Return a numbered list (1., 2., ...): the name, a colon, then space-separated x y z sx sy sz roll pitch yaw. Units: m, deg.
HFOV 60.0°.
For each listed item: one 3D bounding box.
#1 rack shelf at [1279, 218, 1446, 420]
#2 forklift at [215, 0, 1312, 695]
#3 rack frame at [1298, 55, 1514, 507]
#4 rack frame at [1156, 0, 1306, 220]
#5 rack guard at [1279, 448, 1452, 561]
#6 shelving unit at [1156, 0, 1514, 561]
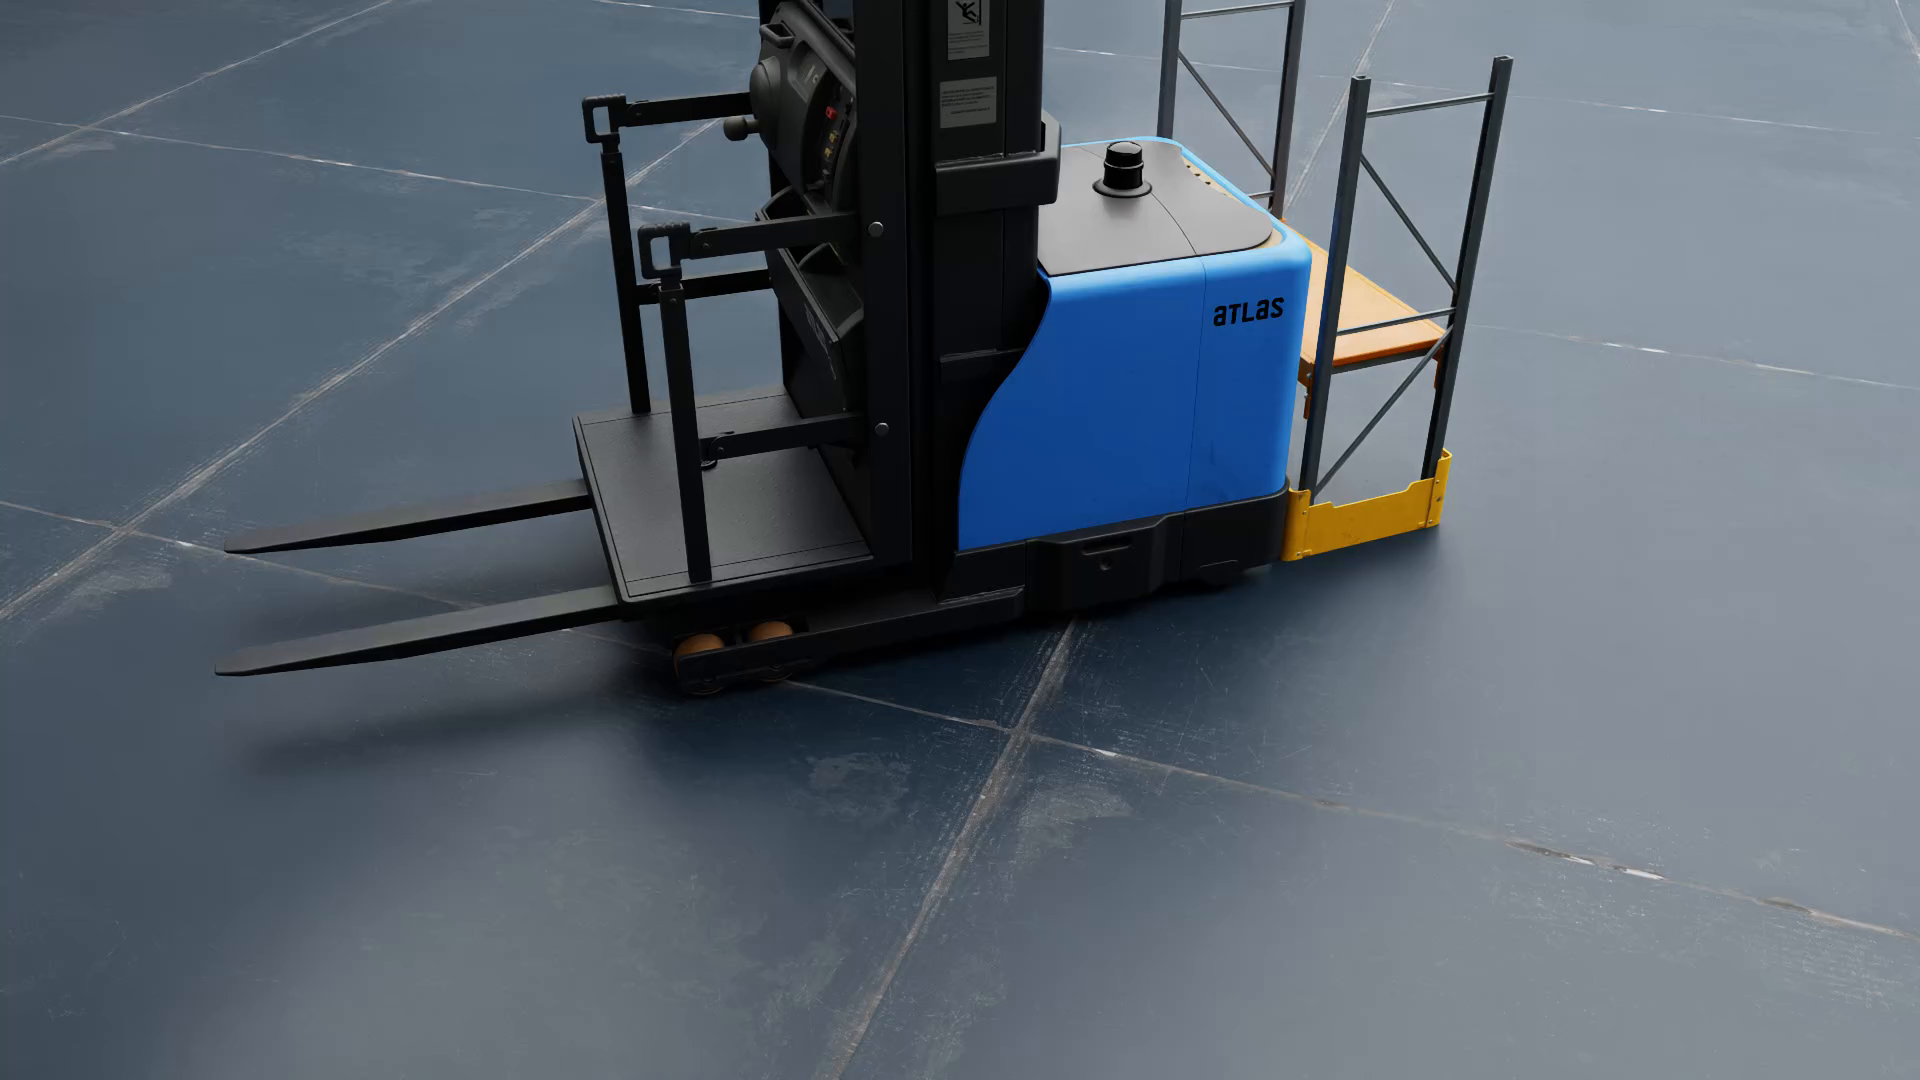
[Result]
1. rack shelf: 1.071 -0.736 5.339 0.538 0.185 1.000 -13 35 -19
2. forklift: -0.594 -1.126 4.291 3.031 2.935 1.130 -10 34 -15
3. rack frame: 1.265 -0.632 4.846 0.500 1.500 0.032 -13 35 -19
4. rack frame: 0.878 -1.142 5.636 0.500 1.500 0.032 -13 35 -19
5. rack guard: 1.258 -0.117 5.200 0.587 0.250 0.087 -13 35 -19
6. shelving unit: 1.068 -0.892 5.248 0.587 1.500 1.083 -13 35 -19
